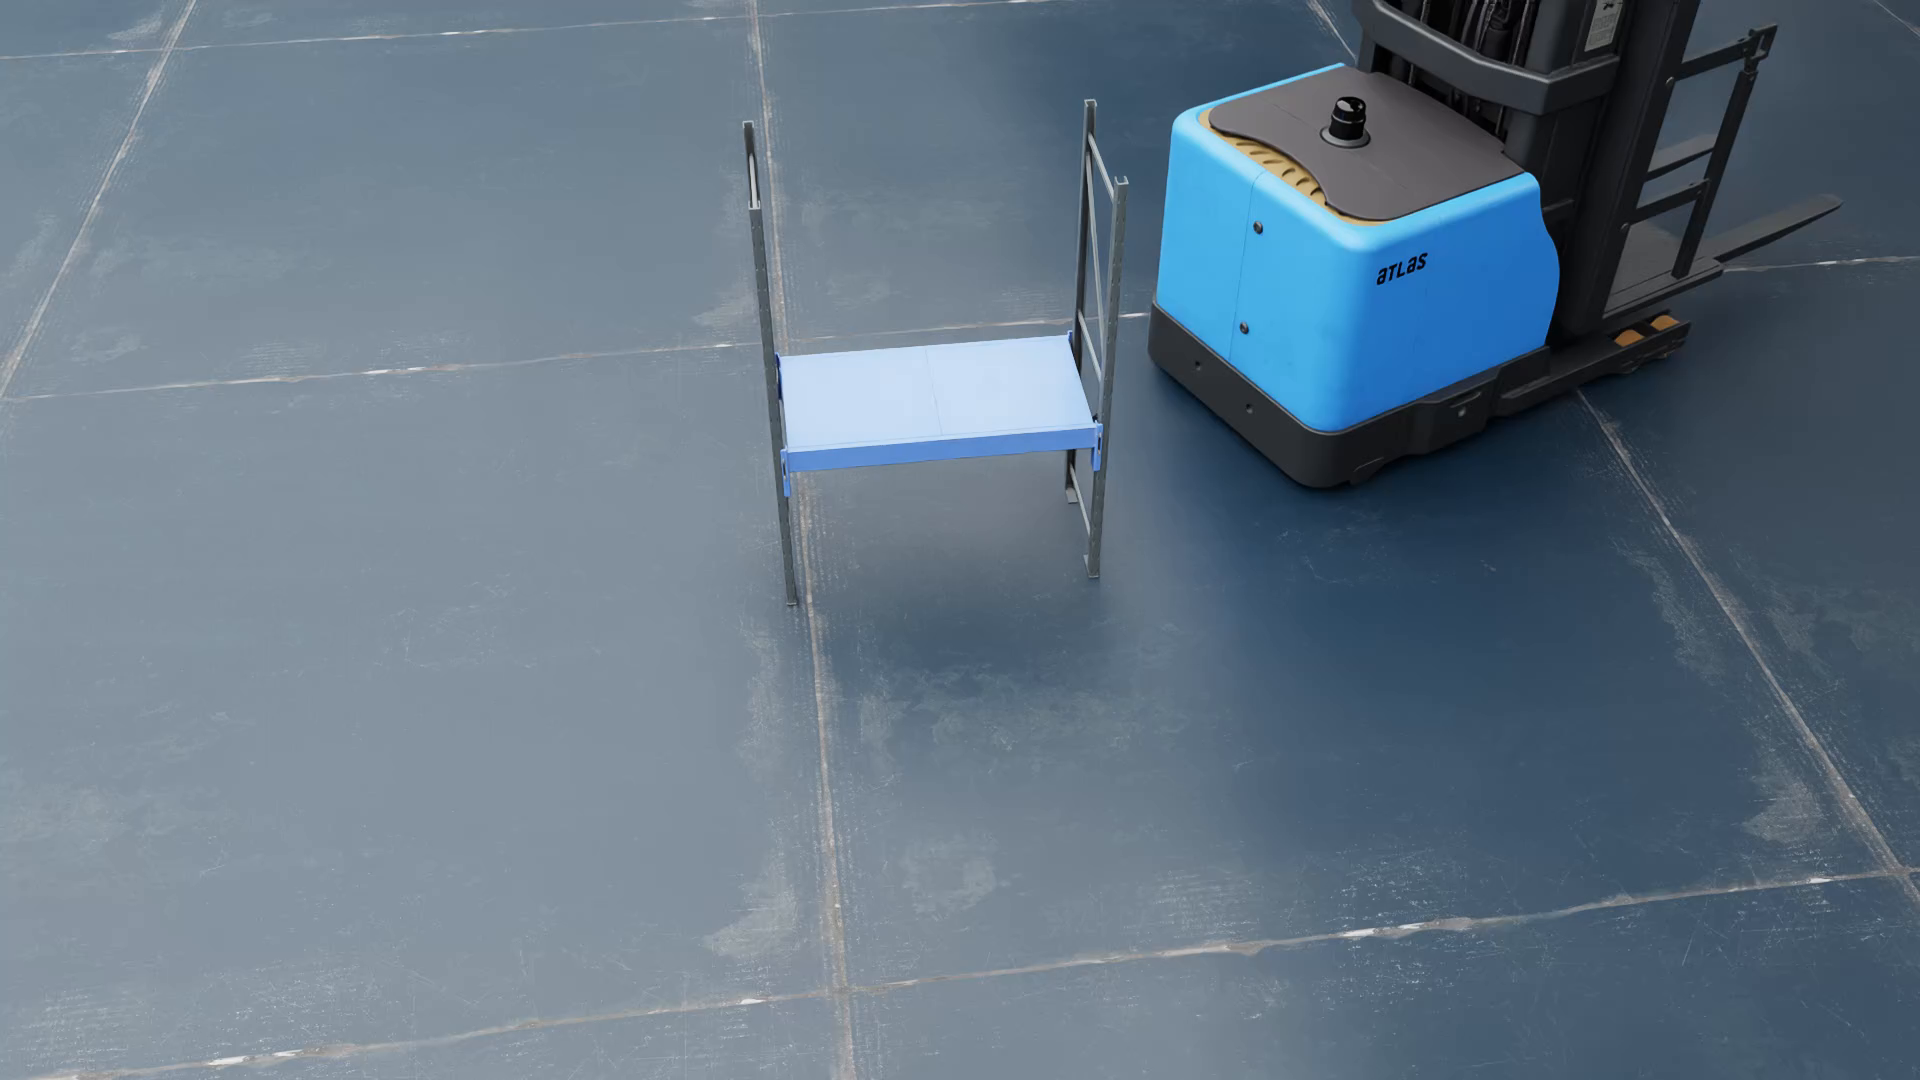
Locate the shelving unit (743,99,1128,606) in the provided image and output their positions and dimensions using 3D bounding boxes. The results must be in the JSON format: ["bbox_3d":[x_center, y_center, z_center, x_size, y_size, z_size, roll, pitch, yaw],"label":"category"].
[{"bbox_3d":[-0.085,-0.549,5.239,1.048,1.500,0.538,-5,42,-6],"label":"shelving unit"}]

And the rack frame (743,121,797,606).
[{"bbox_3d":[-0.589,-0.505,5.190,0.032,1.500,0.500,-5,42,-6],"label":"rack frame"}]

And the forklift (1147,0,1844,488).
[{"bbox_3d":[2.255,-2.017,5.798,3.031,2.935,1.130,-22,47,-23],"label":"forklift"}]

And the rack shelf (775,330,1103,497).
[{"bbox_3d":[-0.085,-0.416,5.360,1.000,0.185,0.538,-5,42,-6],"label":"rack shelf"}]

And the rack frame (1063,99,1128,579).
[{"bbox_3d":[0.419,-0.594,5.288,0.032,1.500,0.500,-5,42,-6],"label":"rack frame"}]
